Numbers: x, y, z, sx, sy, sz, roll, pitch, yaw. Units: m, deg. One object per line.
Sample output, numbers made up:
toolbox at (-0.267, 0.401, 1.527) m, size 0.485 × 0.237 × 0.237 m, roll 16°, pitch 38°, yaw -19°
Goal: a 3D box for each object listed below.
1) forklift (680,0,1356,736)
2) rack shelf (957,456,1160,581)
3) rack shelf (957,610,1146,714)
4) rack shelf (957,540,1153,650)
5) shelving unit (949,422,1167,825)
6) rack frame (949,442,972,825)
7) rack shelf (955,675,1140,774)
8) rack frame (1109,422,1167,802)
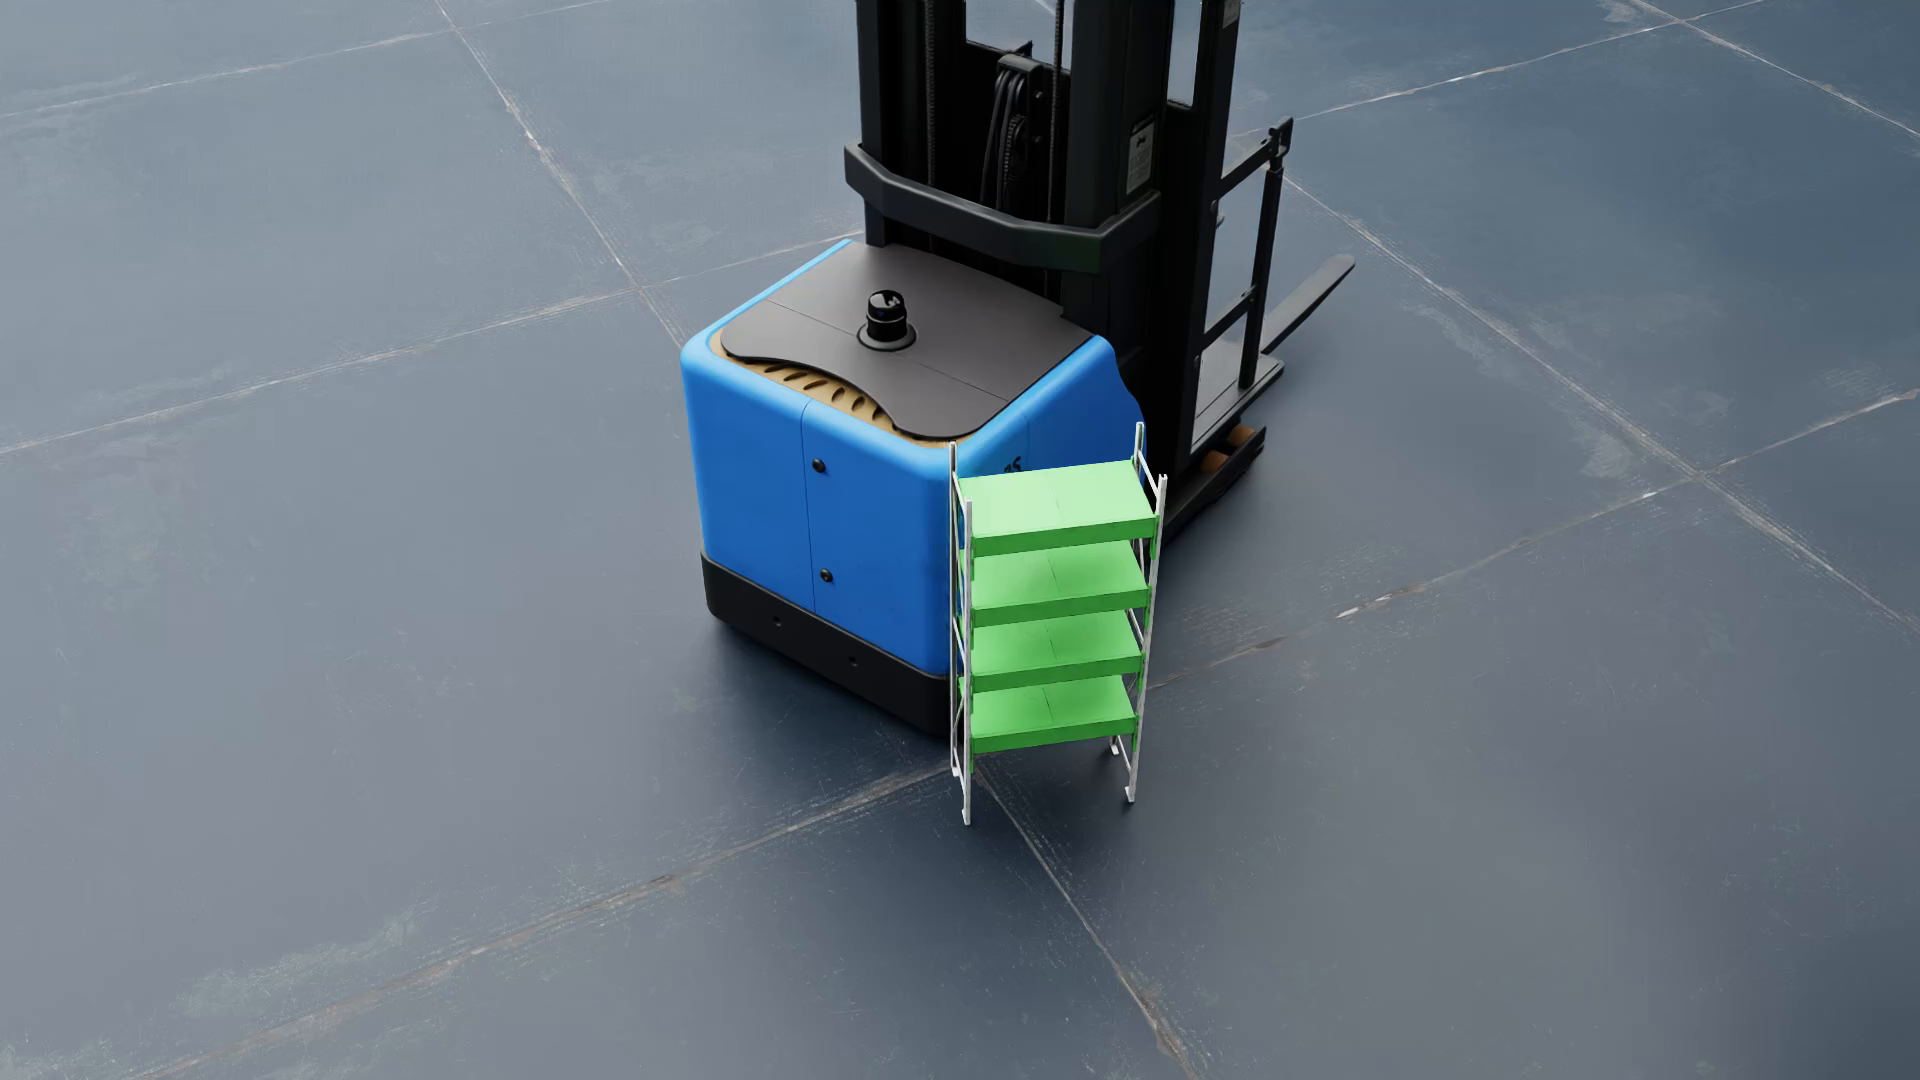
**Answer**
forklift at (0.453, -1.440, 5.199) m, size 1.130 × 2.935 × 3.031 m, roll 25°, pitch 46°, yaw 27°
rack shelf at (0.241, -0.058, 4.262) m, size 0.480 × 0.148 × 0.258 m, roll -7°, pitch 41°, yaw -8°
rack shelf at (0.241, 0.308, 4.572) m, size 0.480 × 0.148 × 0.258 m, roll -7°, pitch 41°, yaw -8°
rack shelf at (0.241, 0.125, 4.417) m, size 0.480 × 0.148 × 0.258 m, roll -7°, pitch 41°, yaw -8°
shelving unit at (0.241, 0.260, 4.531) m, size 0.503 × 1.200 × 0.258 m, roll -7°, pitch 41°, yaw -8°
rack frame at (0.001, 0.288, 4.498) m, size 0.015 × 1.200 × 0.240 m, roll -7°, pitch 41°, yaw -8°
rack shelf at (0.241, 0.491, 4.727) m, size 0.480 × 0.148 × 0.258 m, roll -7°, pitch 41°, yaw -8°
rack frame at (0.482, 0.232, 4.564) m, size 0.015 × 1.200 × 0.240 m, roll -7°, pitch 41°, yaw -8°
